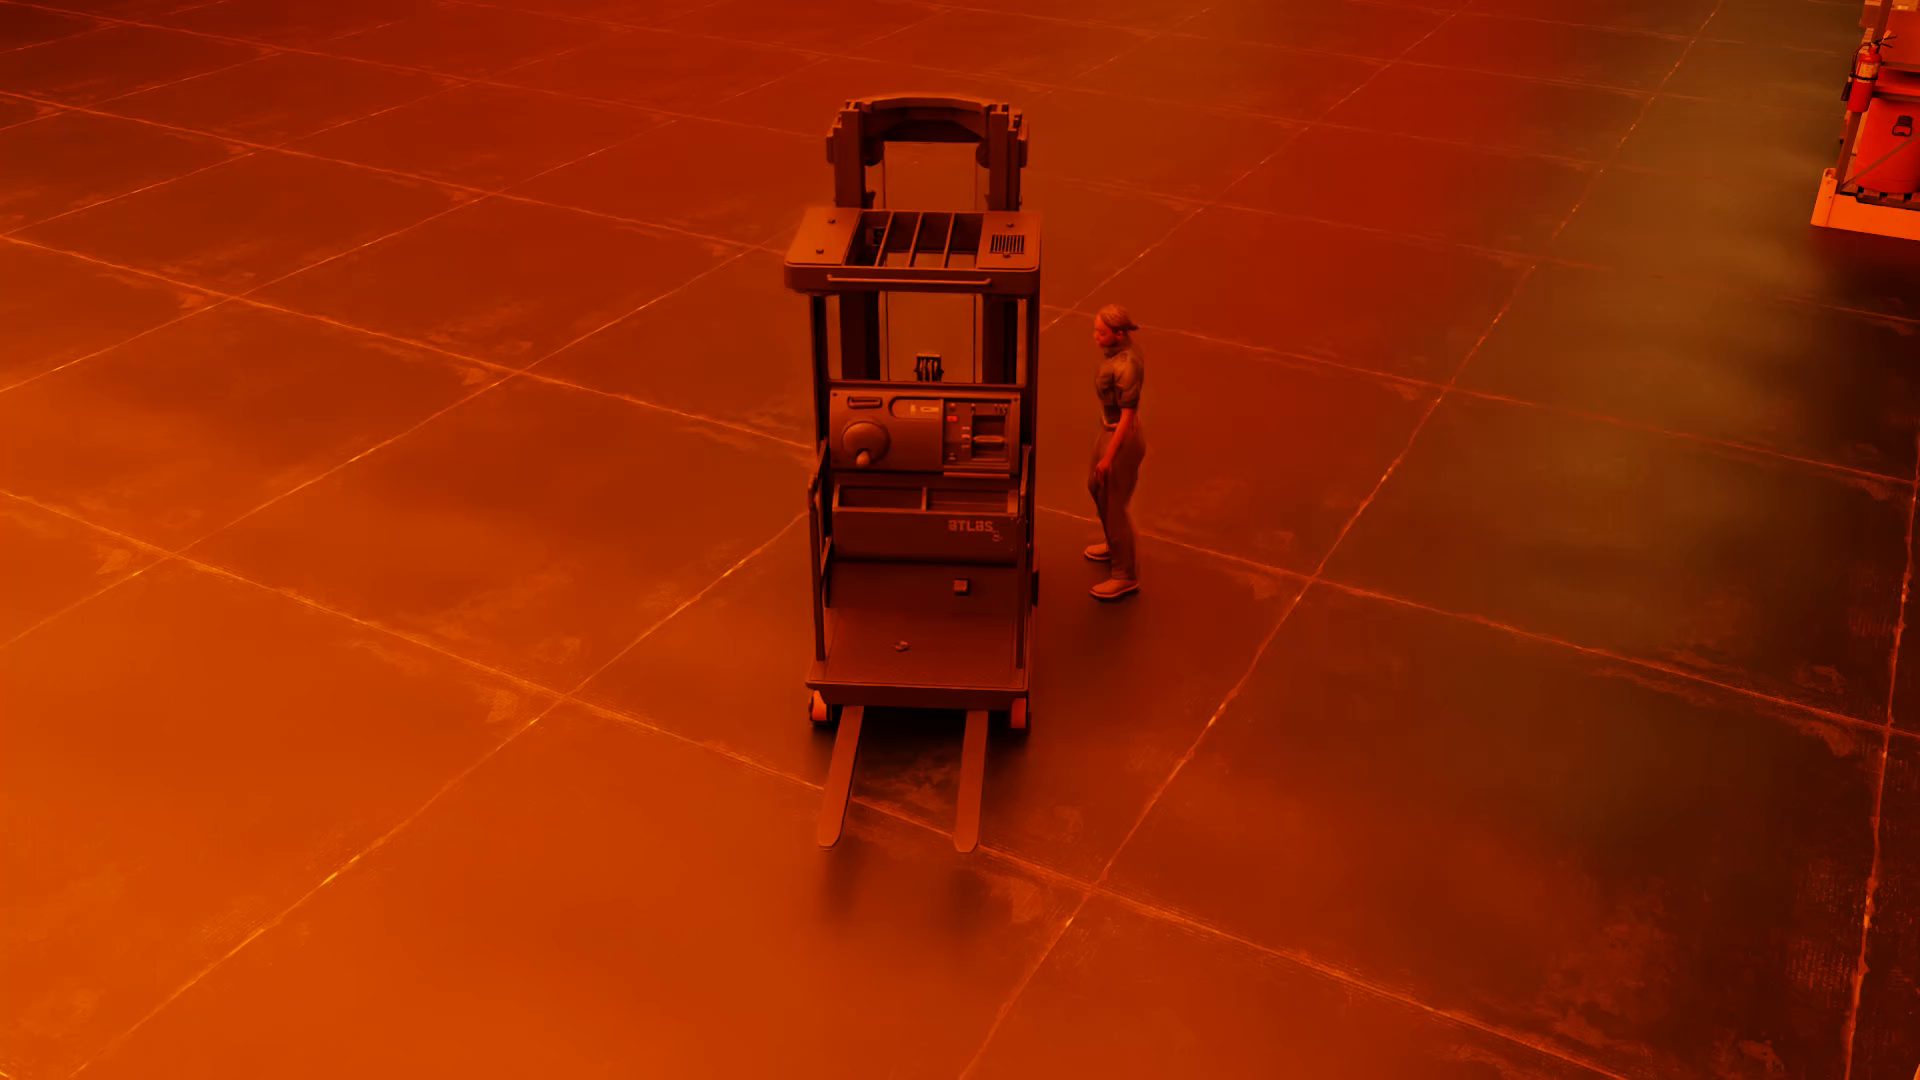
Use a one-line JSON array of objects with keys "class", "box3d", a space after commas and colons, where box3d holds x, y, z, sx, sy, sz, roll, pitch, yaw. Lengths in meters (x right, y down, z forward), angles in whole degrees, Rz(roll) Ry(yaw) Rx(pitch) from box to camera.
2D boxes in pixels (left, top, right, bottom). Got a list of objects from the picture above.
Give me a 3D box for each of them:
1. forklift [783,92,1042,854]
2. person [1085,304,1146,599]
[{"class": "forklift", "box3d": [-0.183, -0.486, 7.913, 1.130, 2.935, 3.031, 2, 30, 3]}, {"class": "person", "box3d": [0.881, -0.543, 9.313, 0.316, 1.636, 0.714, 1, 30, 2]}]
